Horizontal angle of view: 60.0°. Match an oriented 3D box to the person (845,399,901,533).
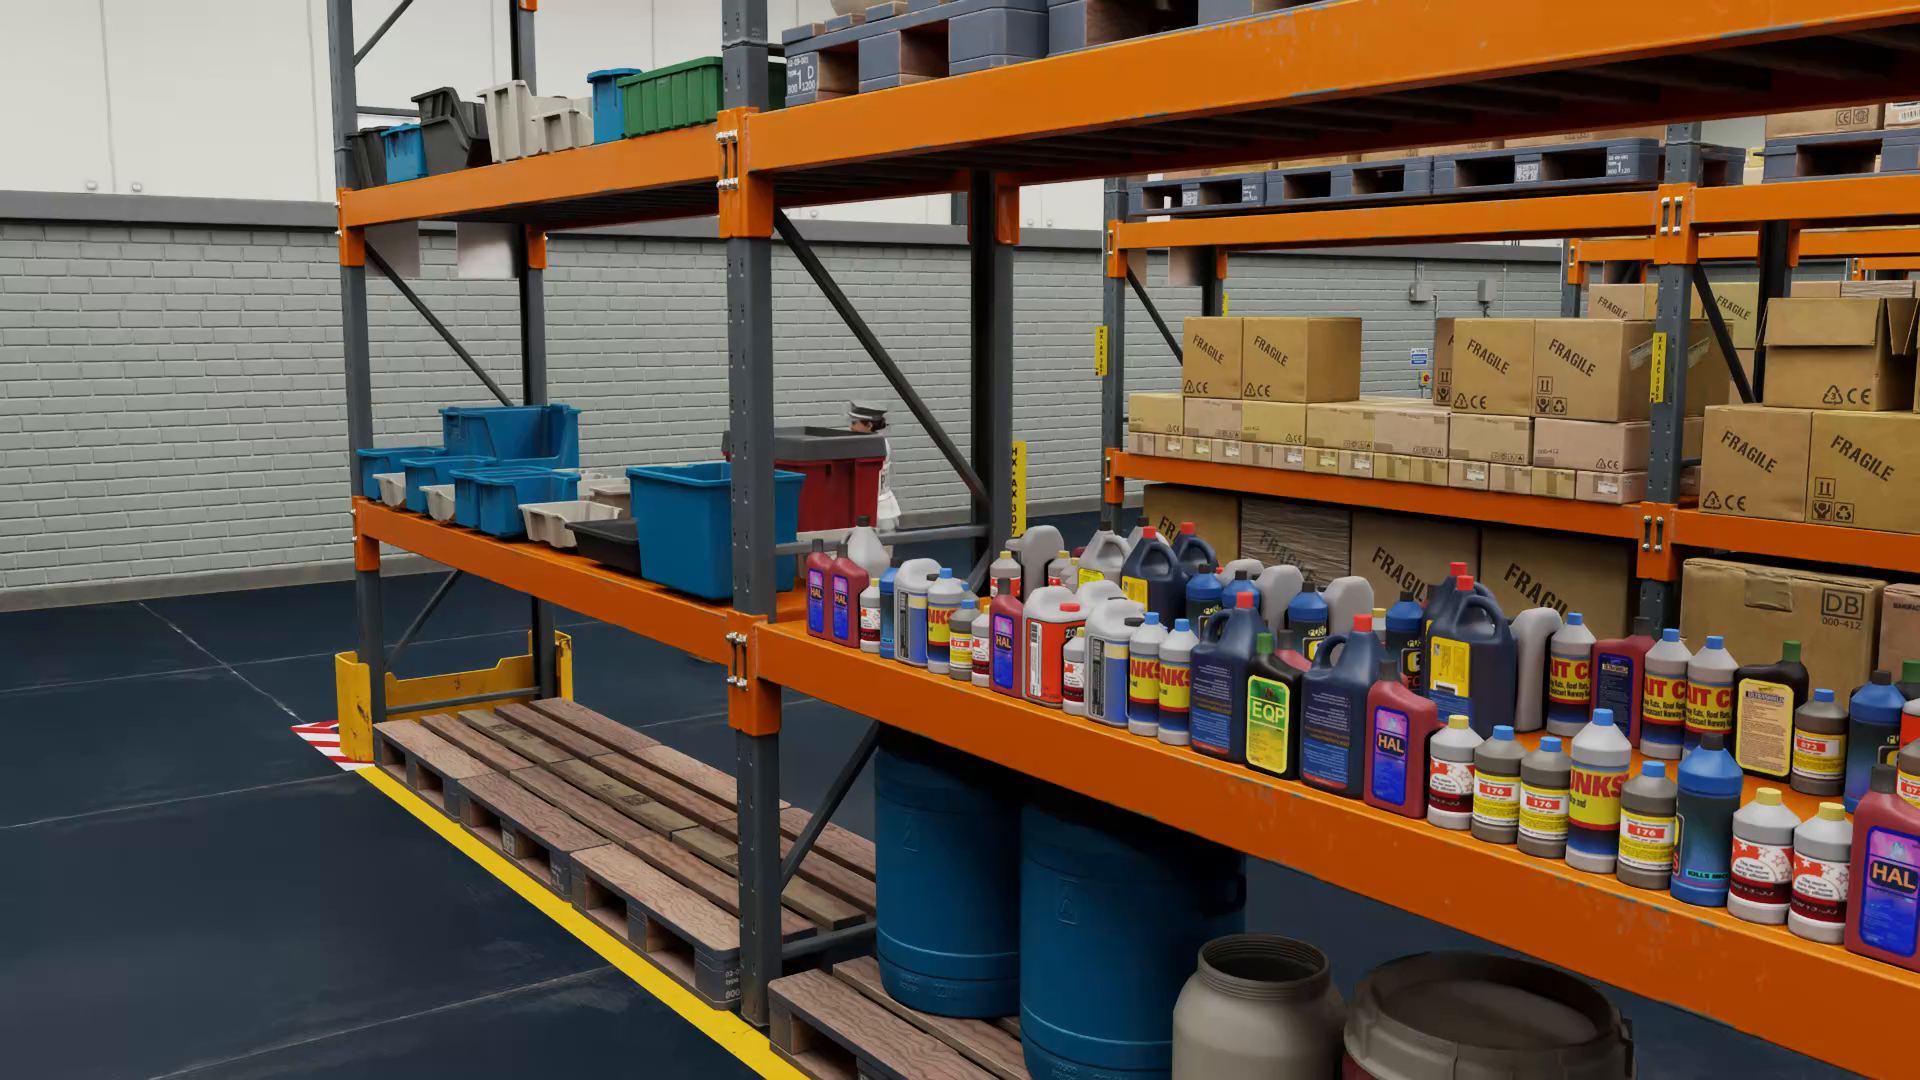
[{"bbox_3d":[-0.497,-0.077,10.717,0.527,1.665,0.510,1,8,10],"label":"person"}]
